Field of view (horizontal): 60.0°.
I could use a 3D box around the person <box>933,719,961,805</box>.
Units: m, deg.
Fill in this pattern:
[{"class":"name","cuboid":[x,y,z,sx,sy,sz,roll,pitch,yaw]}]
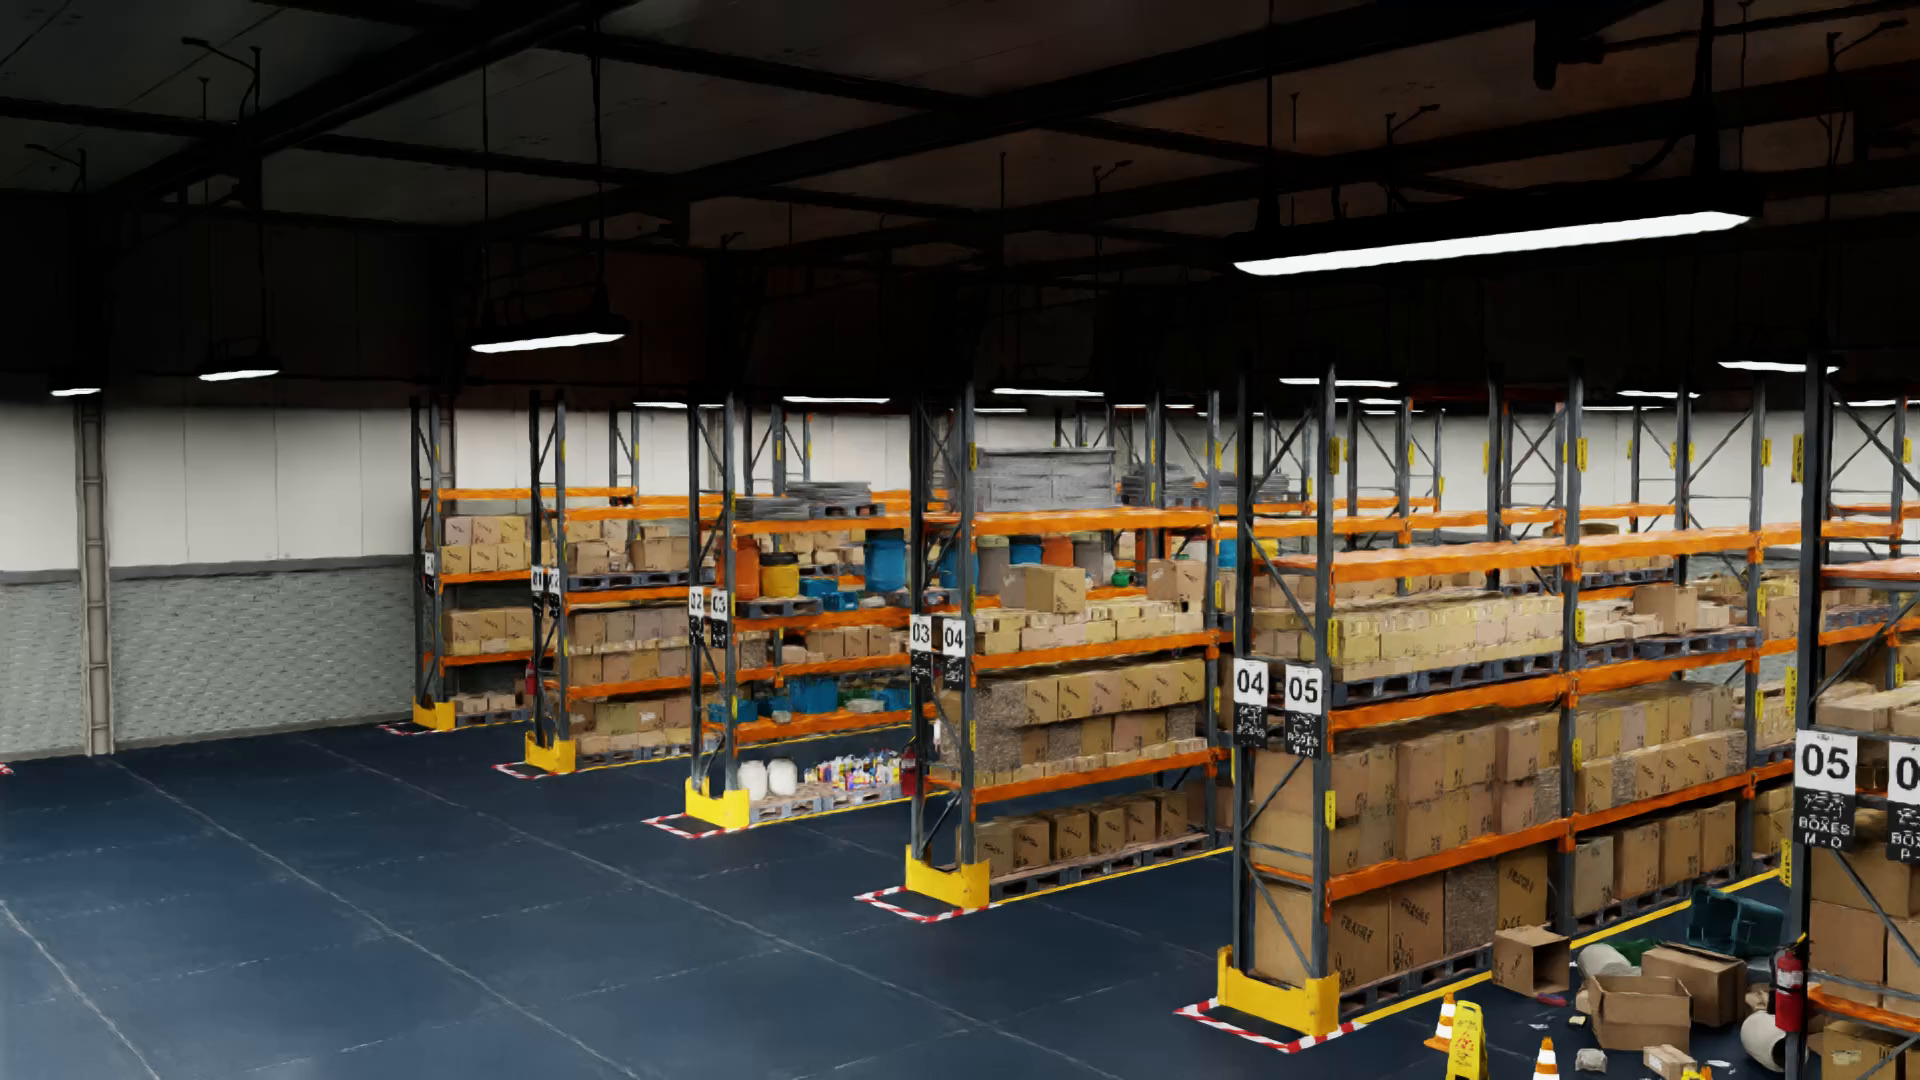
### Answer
[{"class":"person","cuboid":[-0.002,2.921,23.343,0.728,1.722,0.853,2,4,31]}]
